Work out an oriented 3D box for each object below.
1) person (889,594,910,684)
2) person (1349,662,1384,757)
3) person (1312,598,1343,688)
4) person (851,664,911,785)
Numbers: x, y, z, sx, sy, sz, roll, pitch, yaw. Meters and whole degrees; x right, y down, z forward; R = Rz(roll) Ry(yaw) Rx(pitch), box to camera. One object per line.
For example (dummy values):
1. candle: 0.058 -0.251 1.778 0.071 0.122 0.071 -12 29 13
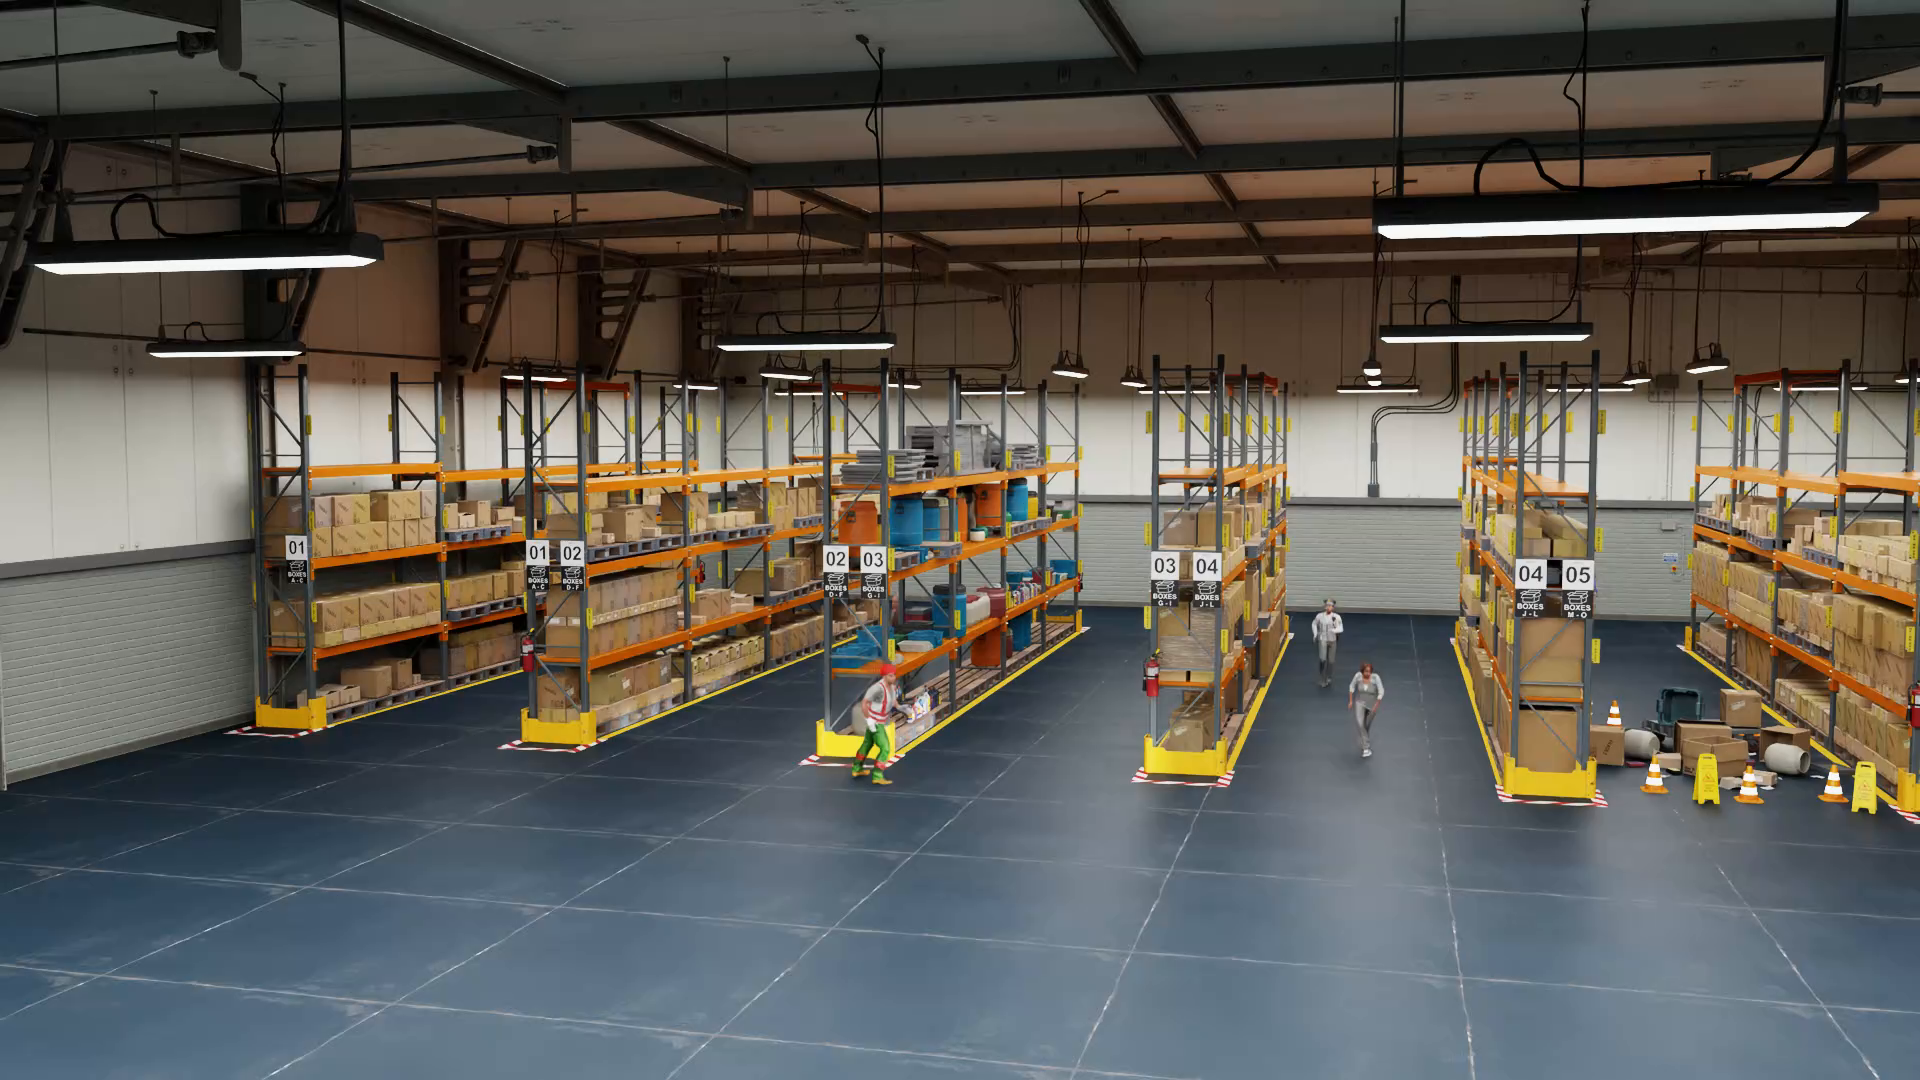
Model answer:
1. person: -1.155 1.902 31.778 0.644 1.758 0.699 -3 5 -33
2. person: 6.202 2.530 25.366 0.520 1.449 0.976 1 4 15
3. person: 7.030 1.971 31.789 0.557 1.713 0.685 1 4 7
4. person: -1.131 2.557 23.287 0.906 1.710 0.699 1 4 13
